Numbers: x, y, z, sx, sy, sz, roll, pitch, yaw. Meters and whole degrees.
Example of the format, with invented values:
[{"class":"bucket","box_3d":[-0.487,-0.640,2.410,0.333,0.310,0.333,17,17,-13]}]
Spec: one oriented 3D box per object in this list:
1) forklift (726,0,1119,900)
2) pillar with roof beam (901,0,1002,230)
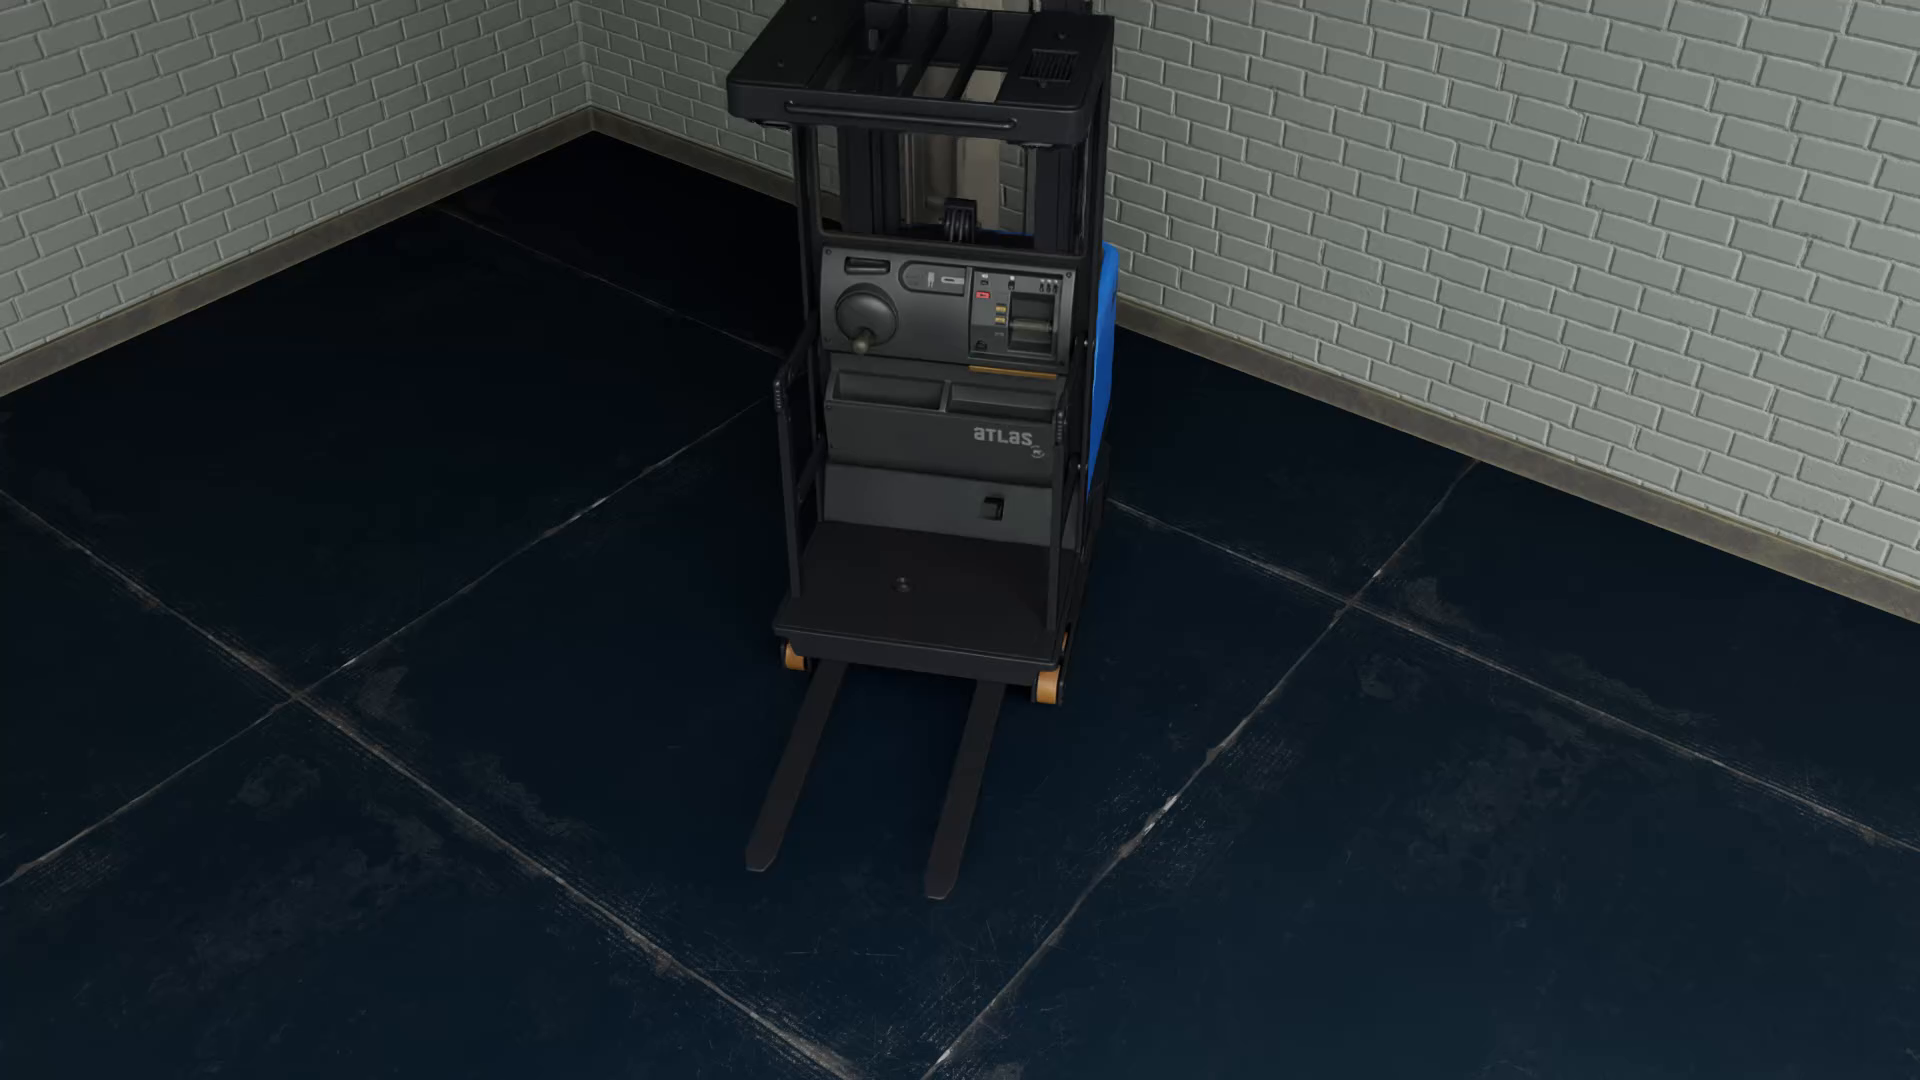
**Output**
[{"class":"forklift","box_3d":[-0.089,-0.767,5.852,1.130,2.935,3.031,7,39,9]},{"class":"pillar with roof beam","box_3d":[-2.657,-2.873,3.620,0.400,9.000,9.100,25,45,29]}]
